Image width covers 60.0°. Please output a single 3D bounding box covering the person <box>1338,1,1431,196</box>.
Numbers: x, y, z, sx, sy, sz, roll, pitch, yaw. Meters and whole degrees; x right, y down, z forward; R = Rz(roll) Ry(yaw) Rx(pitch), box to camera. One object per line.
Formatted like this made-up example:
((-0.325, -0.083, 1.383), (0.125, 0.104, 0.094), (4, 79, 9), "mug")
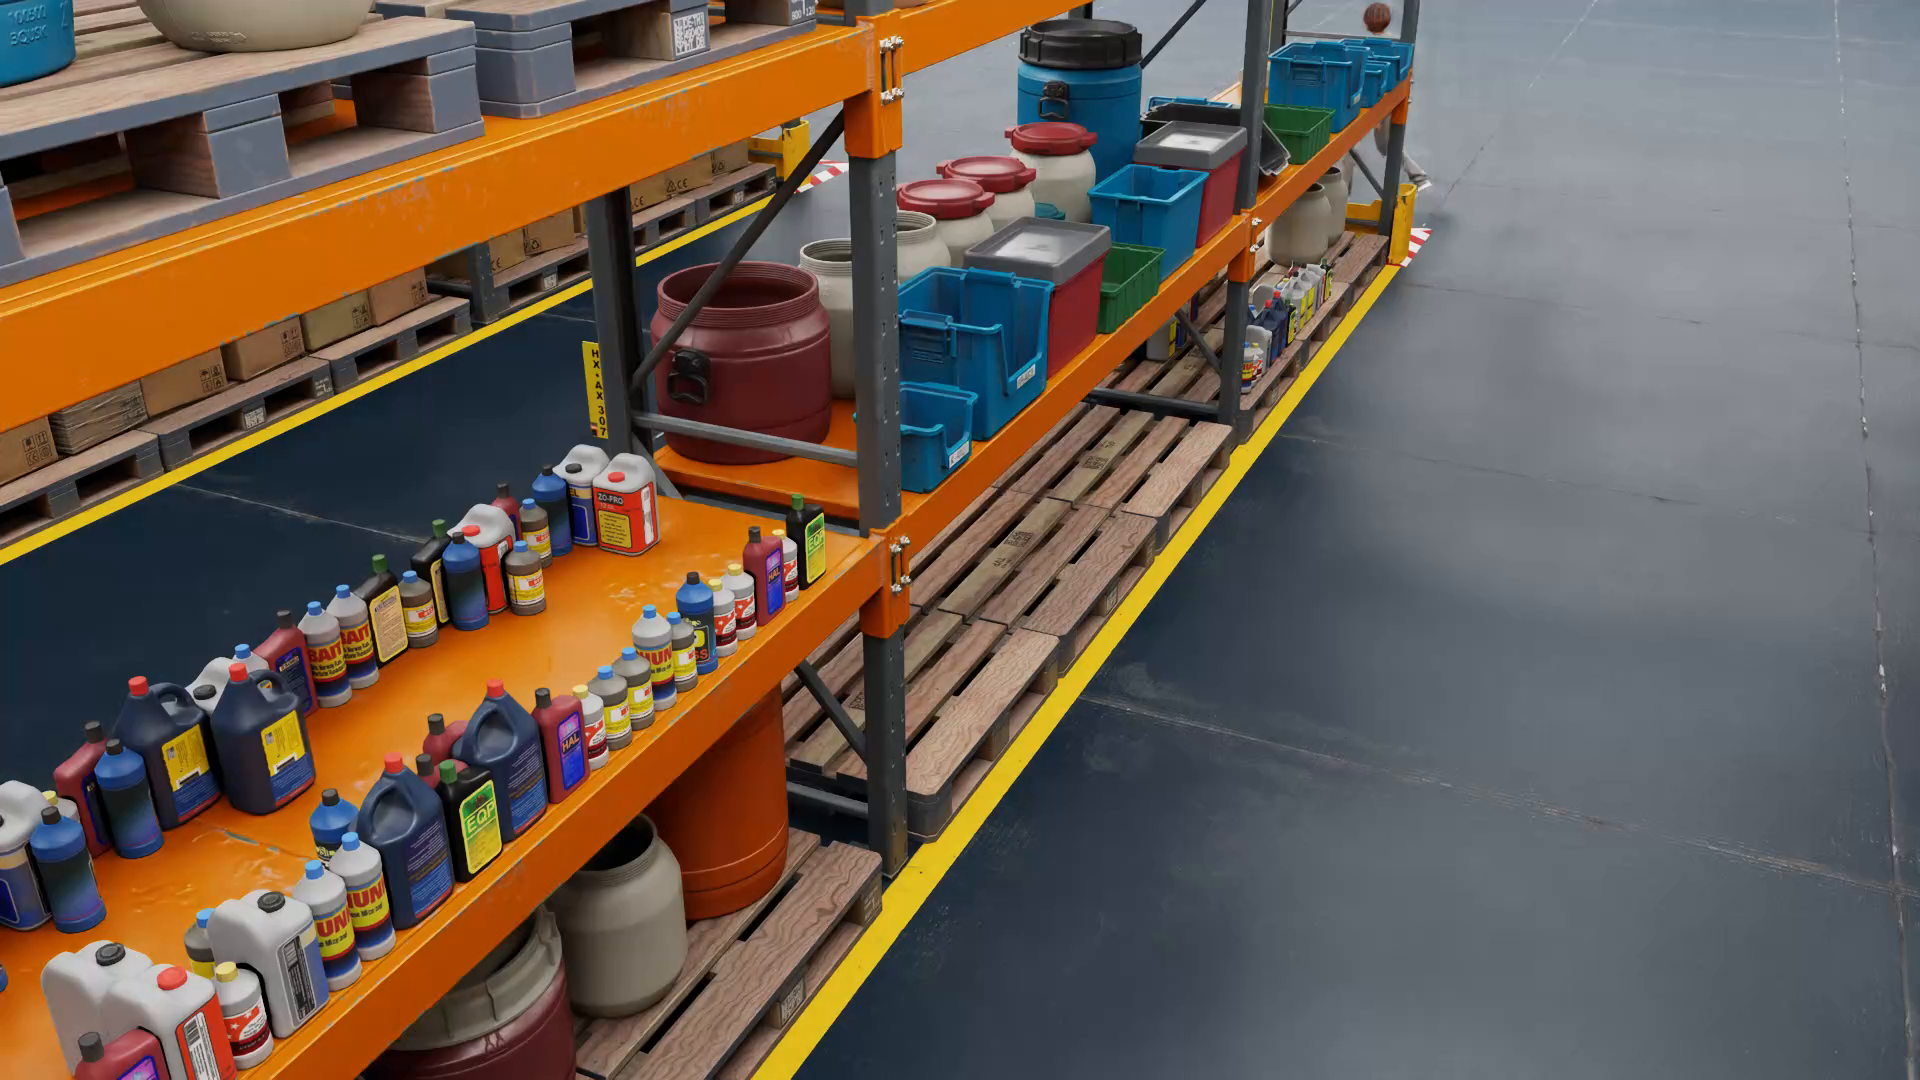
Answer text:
((3.288, -3.401, 13.007), (0.882, 1.554, 0.479), (15, 30, 28), "person")
